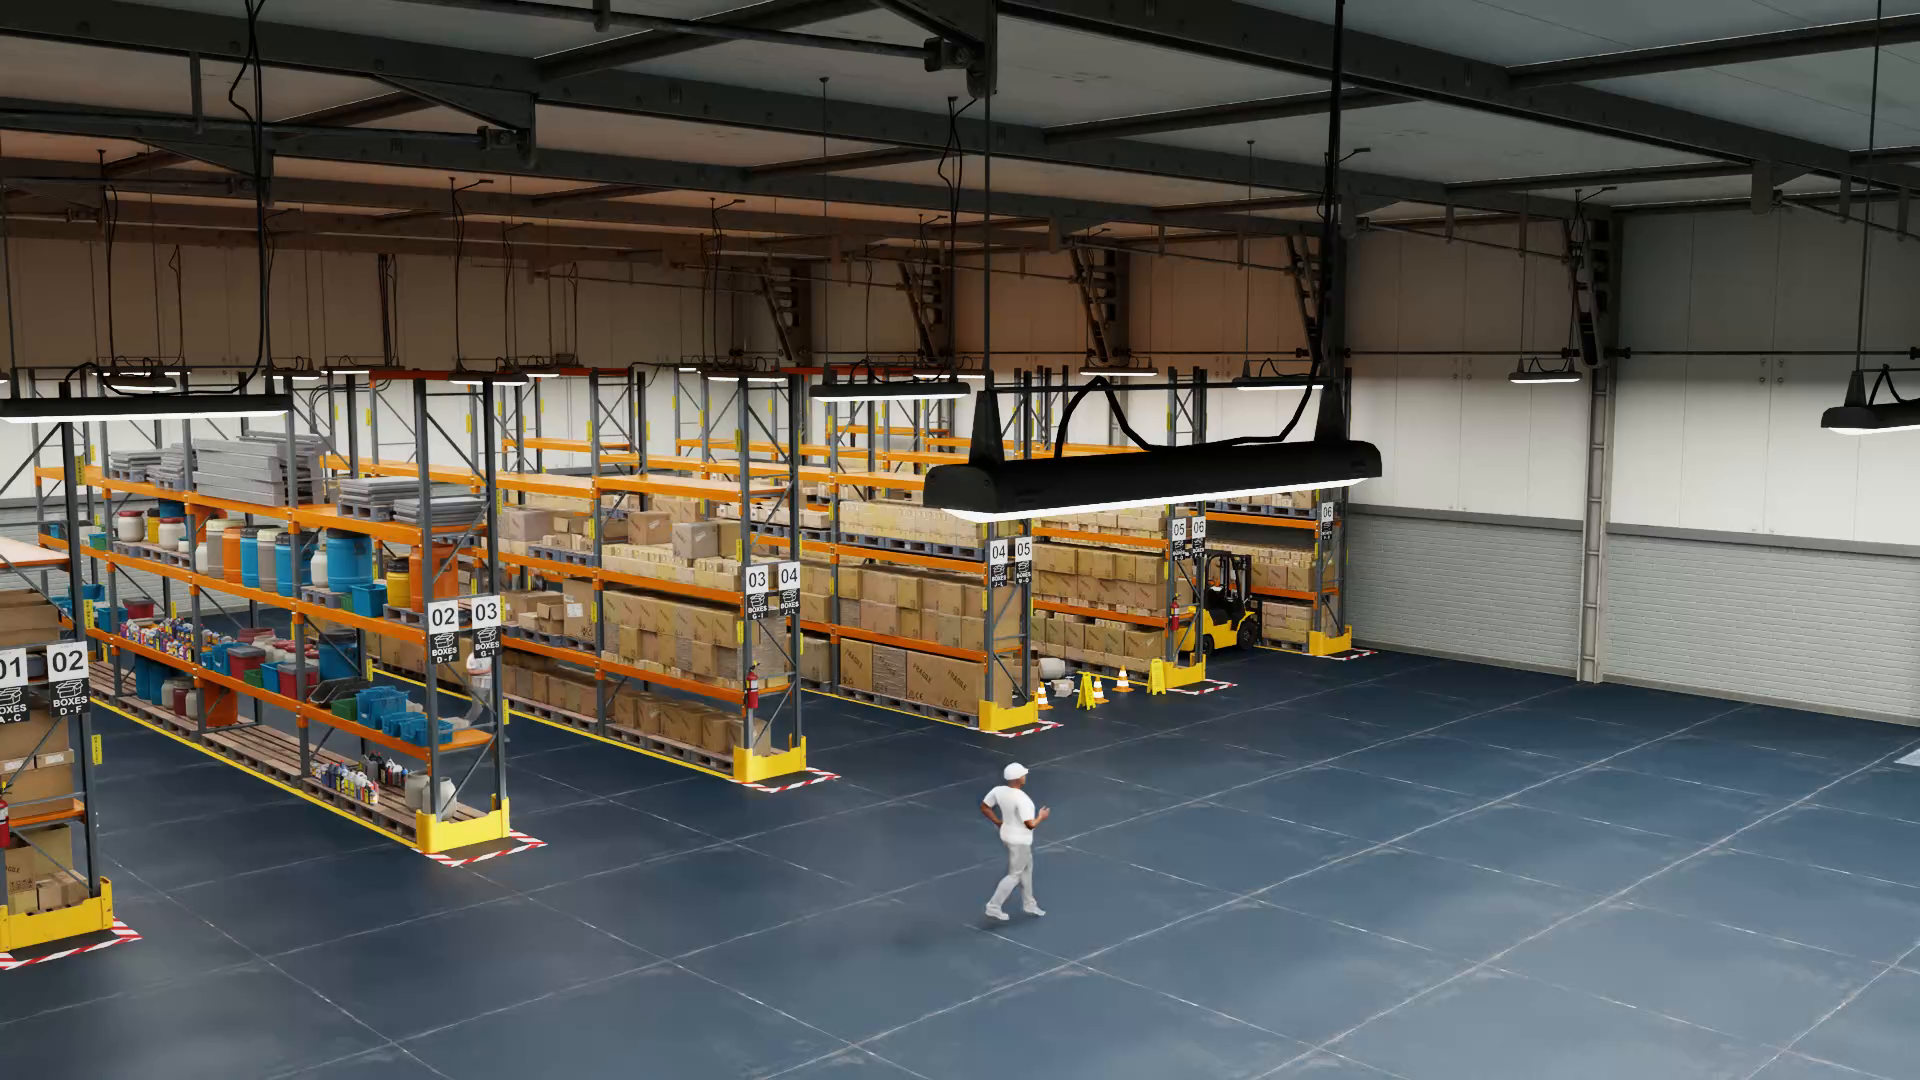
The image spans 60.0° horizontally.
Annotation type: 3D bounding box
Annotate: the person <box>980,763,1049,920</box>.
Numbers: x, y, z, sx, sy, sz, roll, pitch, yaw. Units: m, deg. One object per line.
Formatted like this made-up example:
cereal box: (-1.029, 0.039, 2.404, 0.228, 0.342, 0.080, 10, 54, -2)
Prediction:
person: (0.629, 3.362, 18.436, 0.815, 1.808, 0.682, -3, 7, -24)

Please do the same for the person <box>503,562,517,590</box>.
person: (-10.955, 0.918, 40.701, 0.851, 1.673, 0.577, -6, 9, -42)

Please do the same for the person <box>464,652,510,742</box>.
person: (-7.737, 2.373, 27.095, 0.987, 1.768, 0.662, 5, 8, 37)

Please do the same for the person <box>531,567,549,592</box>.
person: (-9.149, 1.427, 35.913, 0.666, 1.763, 0.917, -6, 8, -41)
